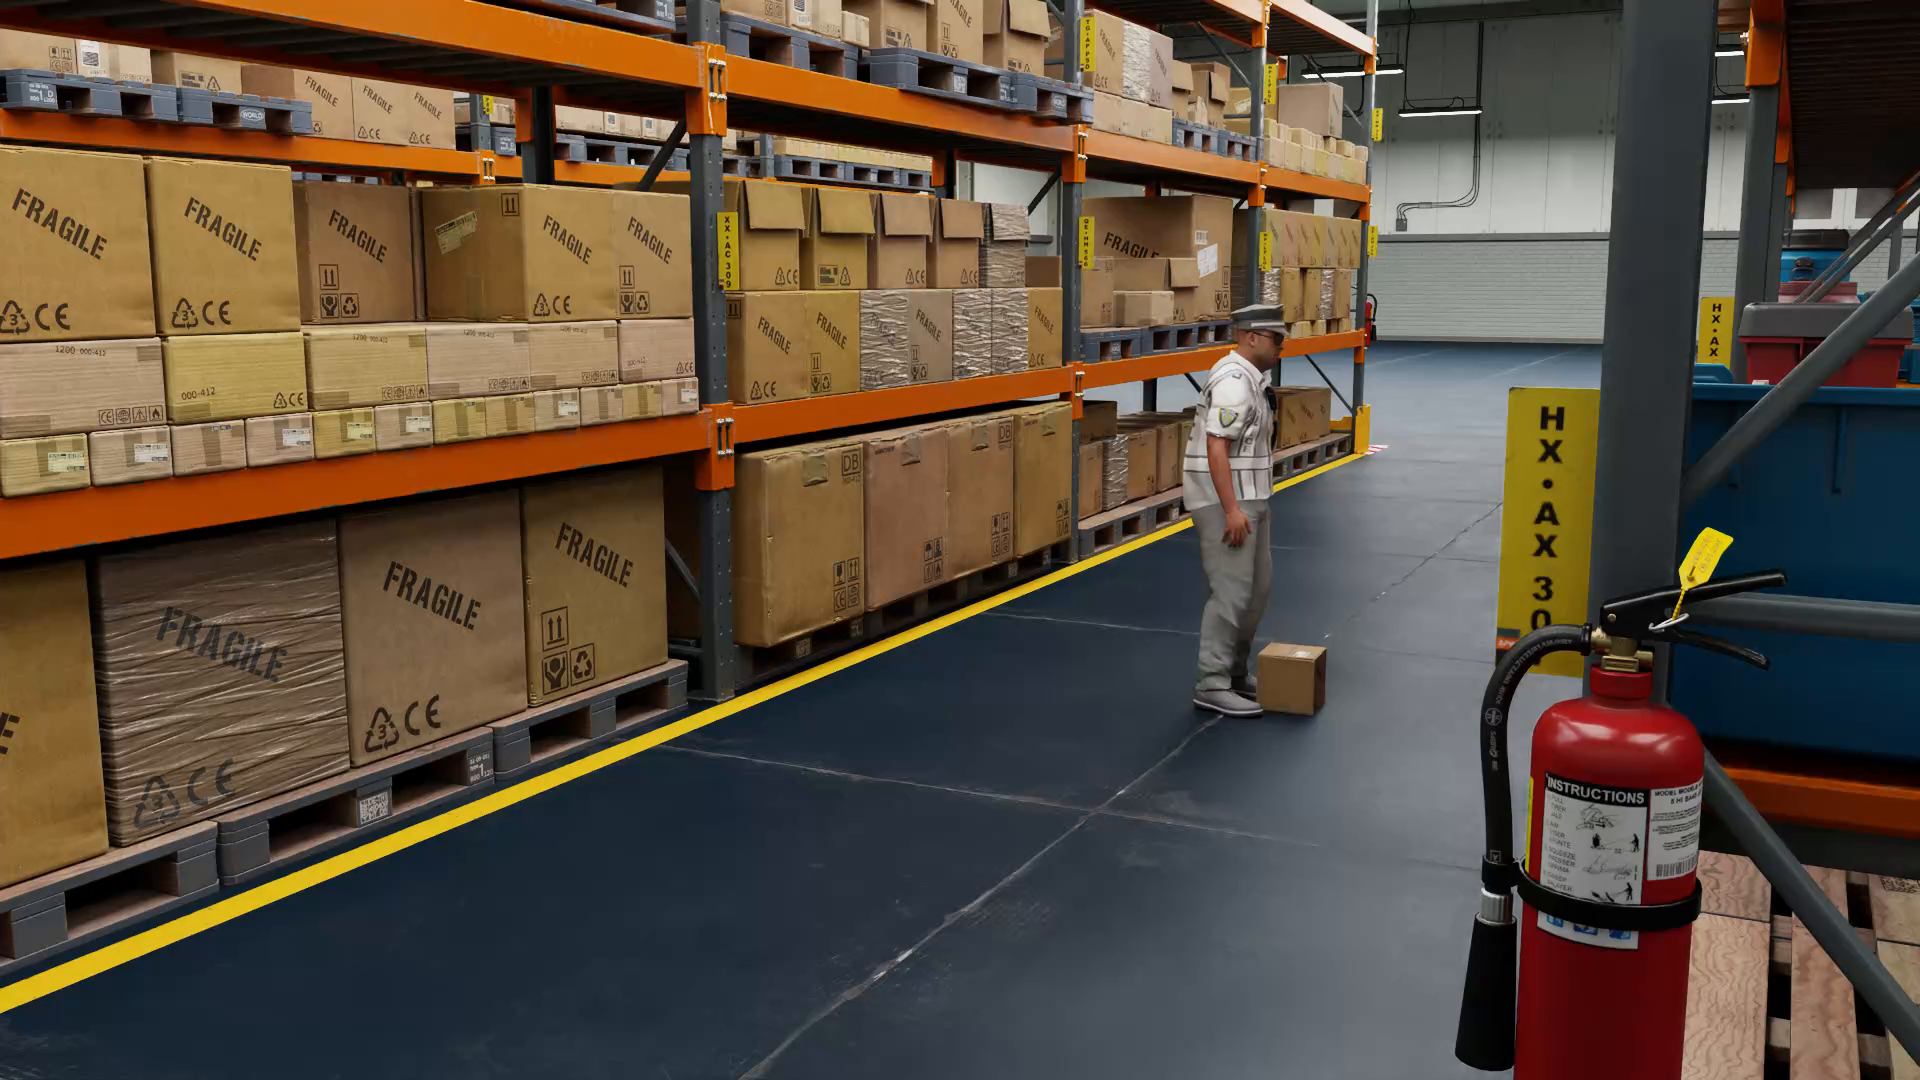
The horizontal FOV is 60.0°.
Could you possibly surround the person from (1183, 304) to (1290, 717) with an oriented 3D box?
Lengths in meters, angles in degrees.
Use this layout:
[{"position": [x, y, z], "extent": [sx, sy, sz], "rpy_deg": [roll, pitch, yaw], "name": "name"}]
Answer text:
[{"position": [1.205, -0.153, 7.295], "extent": [0.429, 1.751, 0.606], "rpy_deg": [4, 10, 23], "name": "person"}]
